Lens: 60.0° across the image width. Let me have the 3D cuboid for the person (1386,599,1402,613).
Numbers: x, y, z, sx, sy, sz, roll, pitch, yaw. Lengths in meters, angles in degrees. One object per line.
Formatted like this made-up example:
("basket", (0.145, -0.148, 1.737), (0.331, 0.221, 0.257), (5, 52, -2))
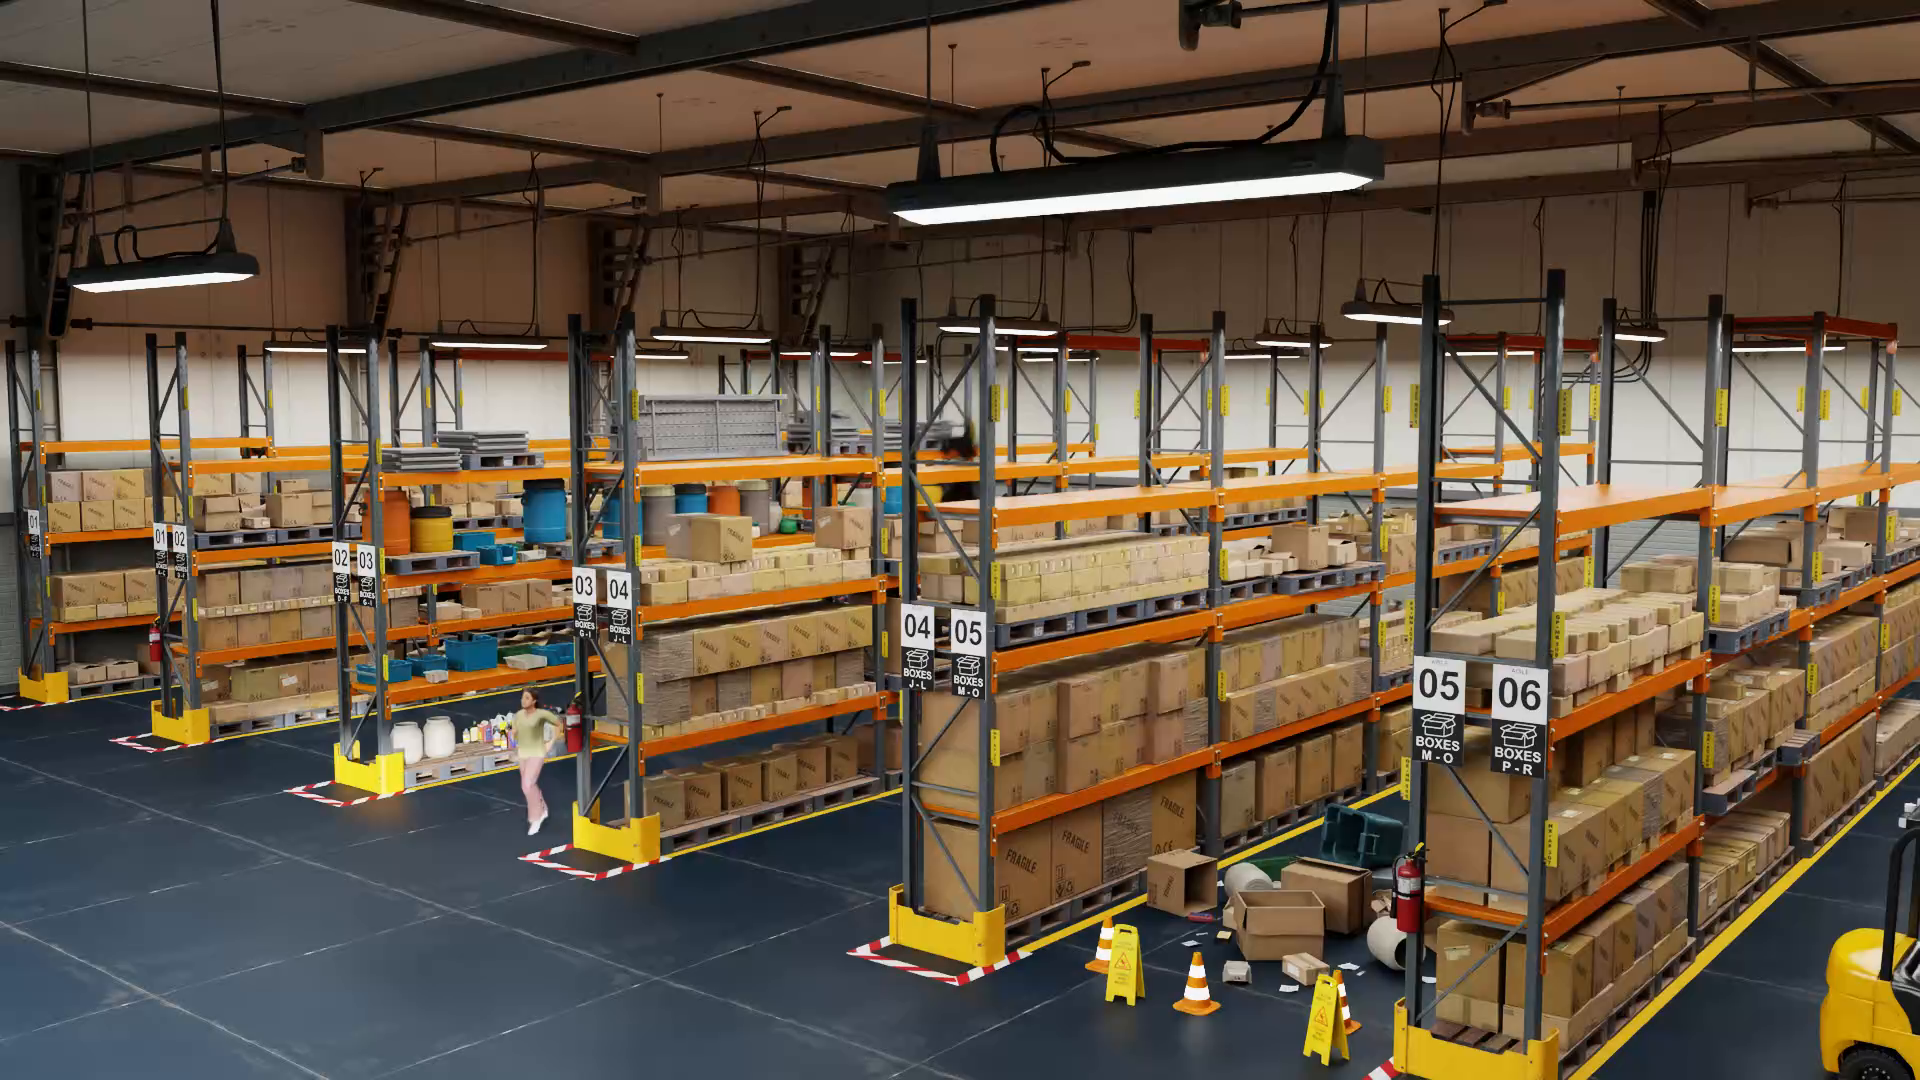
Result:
("person", (7.008, 1.826, 26.966), (0.670, 1.776, 1.007), (4, 7, 39))

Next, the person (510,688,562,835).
("person", (-5.021, 2.586, 19.541), (0.577, 1.723, 0.655), (2, 6, 22))
